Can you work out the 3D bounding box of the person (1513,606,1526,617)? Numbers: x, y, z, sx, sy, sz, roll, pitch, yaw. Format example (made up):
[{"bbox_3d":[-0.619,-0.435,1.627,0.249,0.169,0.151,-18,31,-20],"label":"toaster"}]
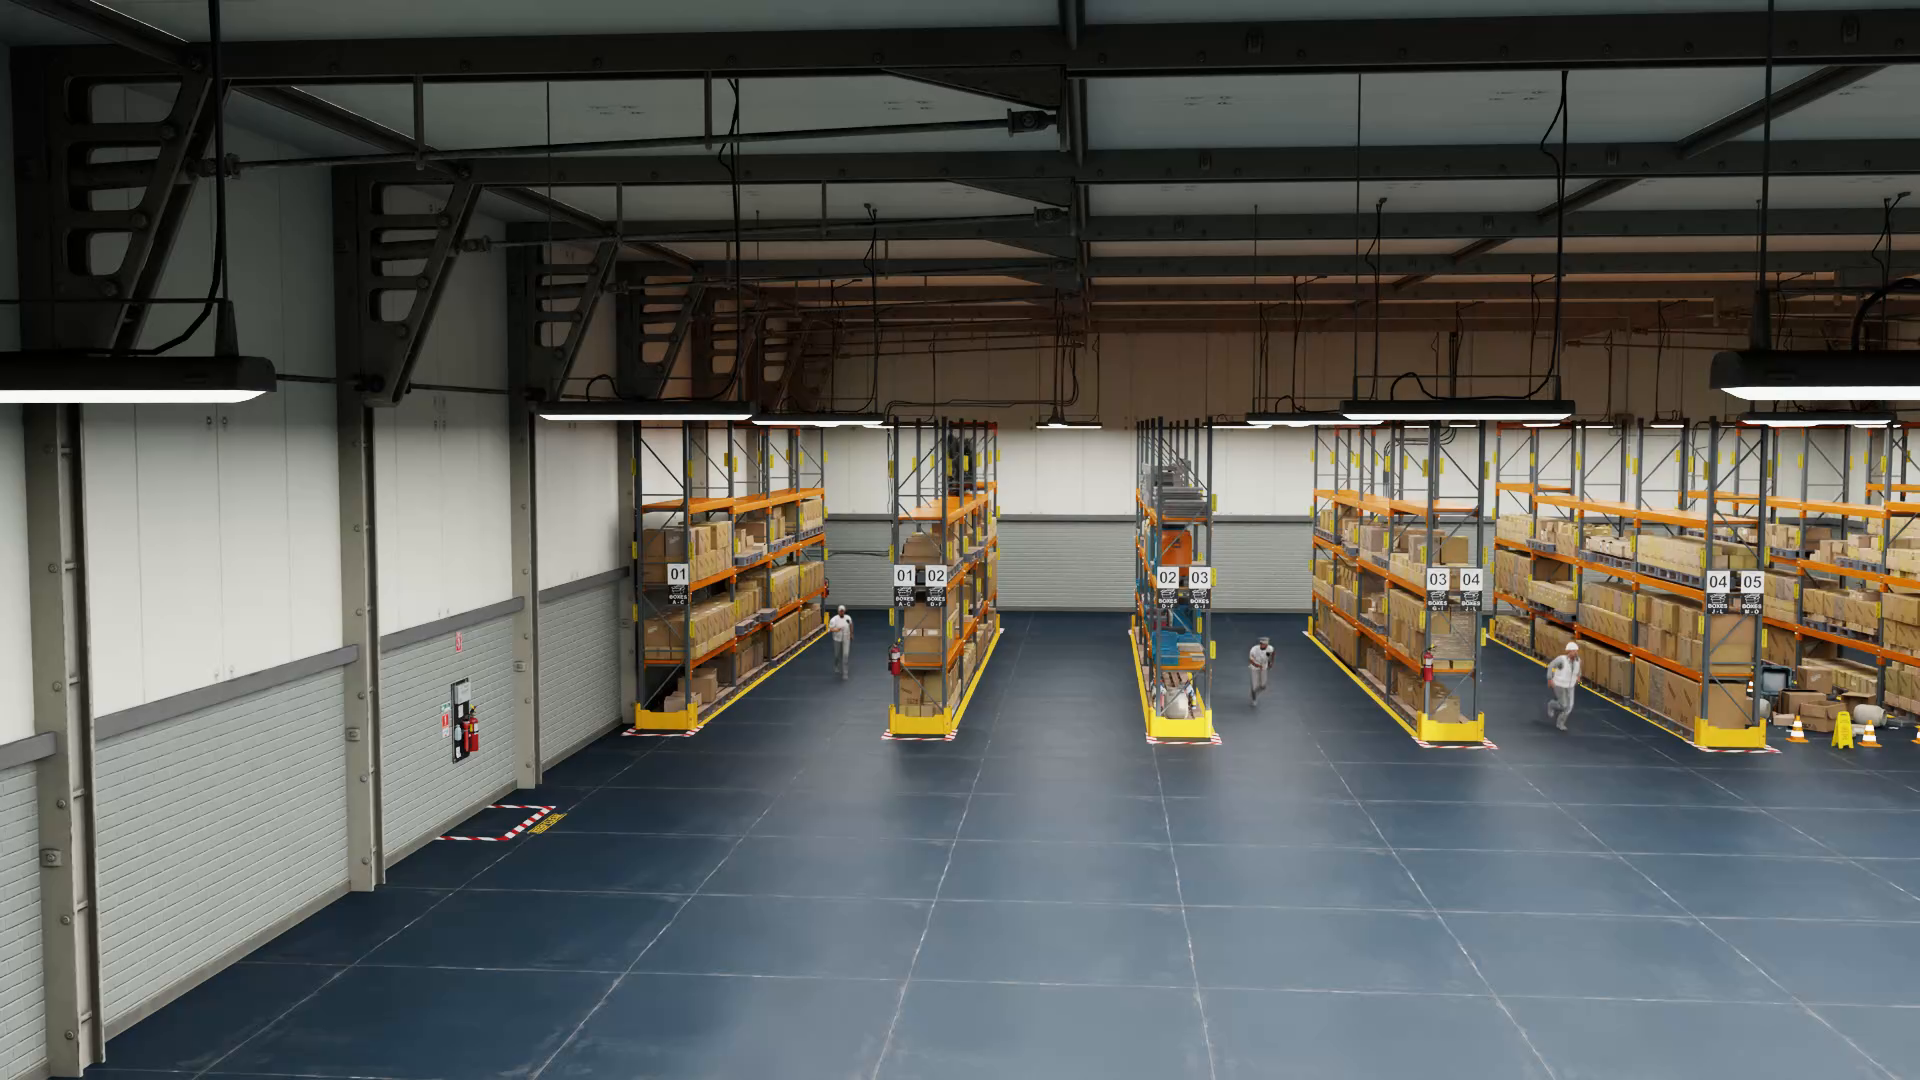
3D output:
[{"bbox_3d":[16.070,1.770,47.388,0.580,1.716,0.698,-1,4,-8],"label":"person"}]

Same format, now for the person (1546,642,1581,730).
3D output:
[{"bbox_3d":[11.637,2.800,32.040,0.651,1.709,0.772,-1,4,-21],"label":"person"}]

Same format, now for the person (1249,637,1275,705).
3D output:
[{"bbox_3d":[6.295,2.732,34.624,0.595,1.483,0.770,0,4,-7],"label":"person"}]

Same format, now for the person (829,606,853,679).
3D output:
[{"bbox_3d":[-2.759,2.346,38.641,0.598,1.669,0.933,-1,4,-11],"label":"person"}]
